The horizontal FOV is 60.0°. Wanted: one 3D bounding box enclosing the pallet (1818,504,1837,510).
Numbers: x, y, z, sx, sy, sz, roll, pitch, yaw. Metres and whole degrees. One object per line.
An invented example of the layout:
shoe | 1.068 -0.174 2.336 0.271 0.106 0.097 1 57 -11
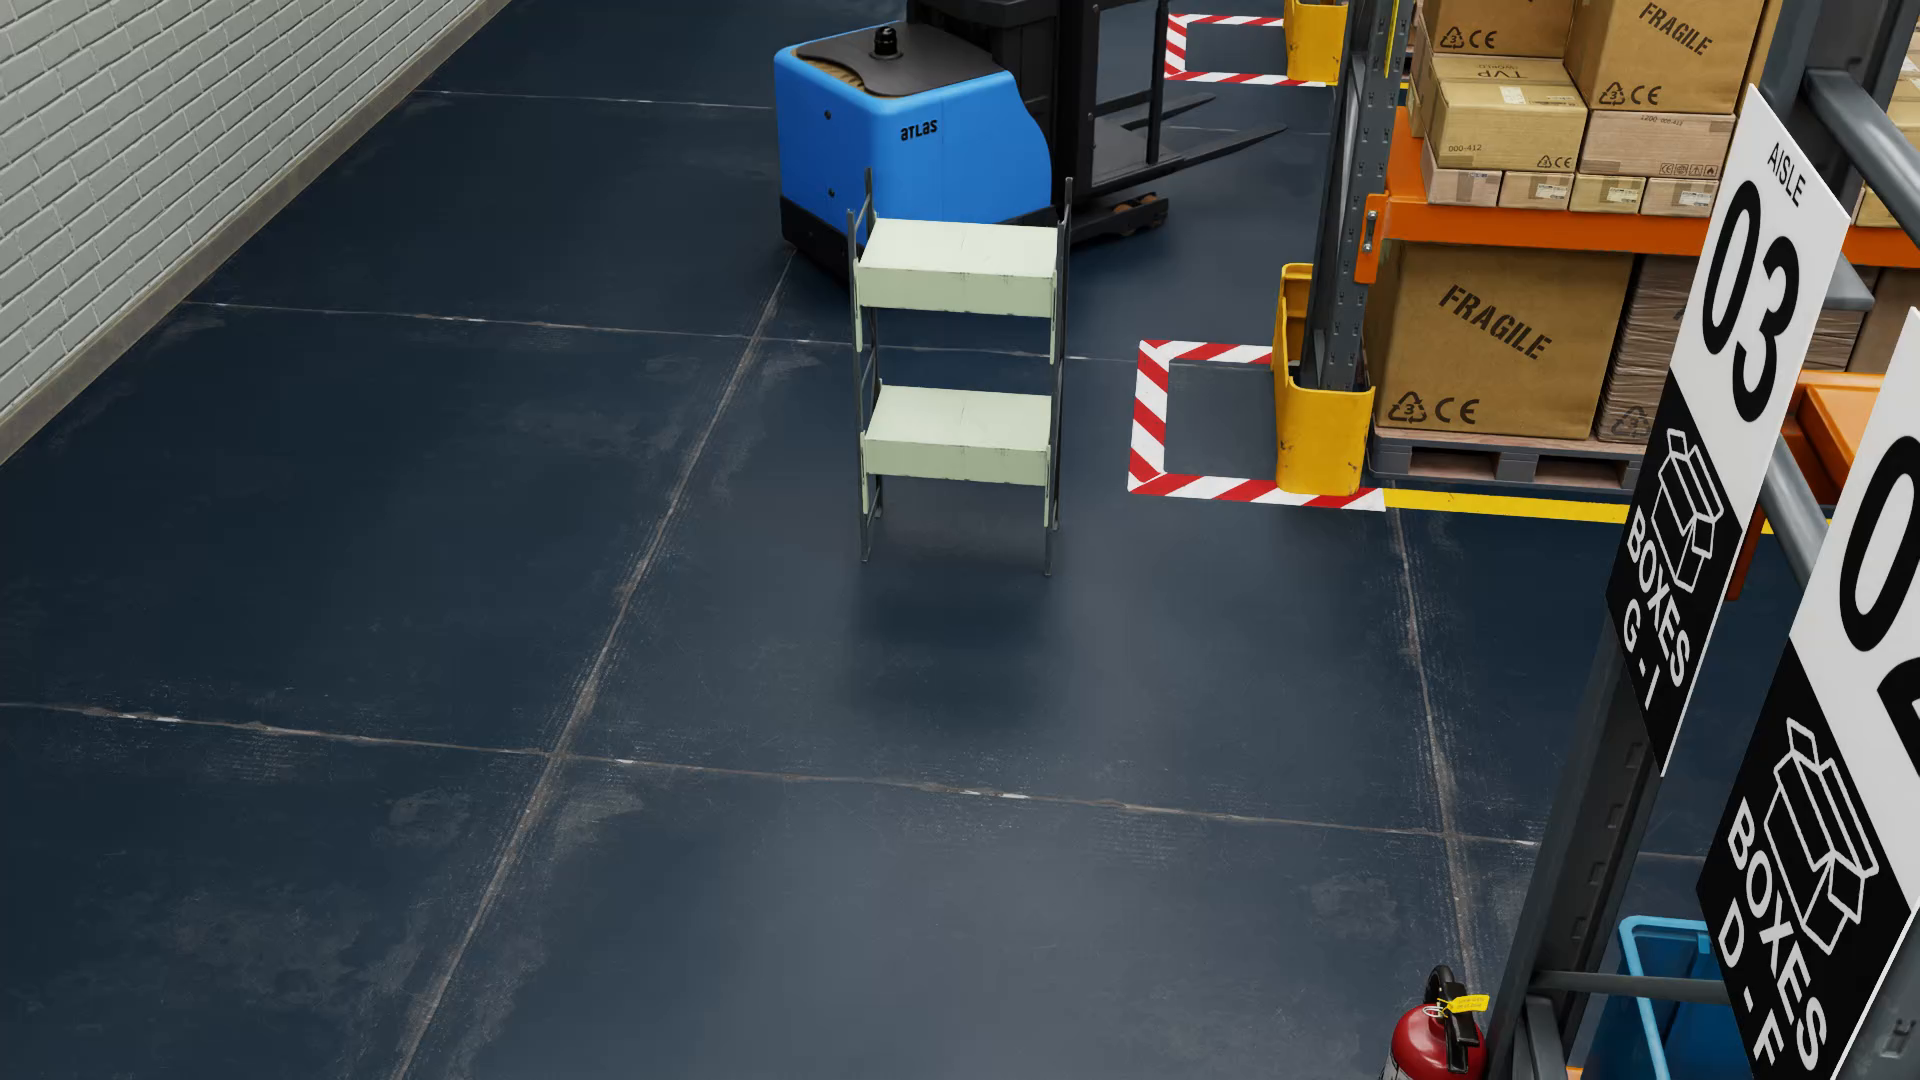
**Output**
pallet | 3.618 -0.505 7.276 1.213 0.211 1.003 4 36 6

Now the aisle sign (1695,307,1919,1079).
aisle sign | 0.868 0.216 1.628 0.004 0.787 0.394 4 36 6

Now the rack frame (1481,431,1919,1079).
rack frame | 0.977 1.108 2.616 0.127 3.000 1.000 4 36 6

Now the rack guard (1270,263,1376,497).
rack guard | 1.584 -0.730 7.343 0.348 0.500 1.175 4 36 6

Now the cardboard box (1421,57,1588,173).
cardboard box | 2.050 -1.615 6.304 0.500 0.250 0.500 3 36 5

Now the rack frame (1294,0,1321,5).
rack frame | 2.340 -4.596 10.608 0.127 3.000 1.000 4 36 6

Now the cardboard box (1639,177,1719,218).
cardboard box | 2.686 -1.372 6.306 0.250 0.149 0.380 4 36 5

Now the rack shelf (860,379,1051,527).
rack shelf | 0.007 -0.345 6.503 0.720 0.370 0.431 4 36 6

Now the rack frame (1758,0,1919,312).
rack frame | 0.977 -1.334 0.873 0.127 3.000 1.000 4 36 6

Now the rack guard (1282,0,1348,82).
rack guard | 2.415 -3.573 11.326 0.348 0.500 1.175 4 36 6

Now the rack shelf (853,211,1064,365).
rack shelf | 0.007 -0.928 6.087 0.720 0.370 0.431 4 36 6

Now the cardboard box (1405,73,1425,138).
cardboard box | 2.003 -1.807 6.916 0.250 0.149 0.380 5 36 7

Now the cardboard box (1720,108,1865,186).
cardboard box | 3.064 -1.541 6.200 0.500 0.250 0.500 3 36 4

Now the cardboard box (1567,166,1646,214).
cardboard box | 2.427 -1.390 6.332 0.250 0.149 0.380 3 36 5

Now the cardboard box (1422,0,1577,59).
cardboard box | 2.125 -2.227 6.515 0.500 0.500 0.500 5 36 7

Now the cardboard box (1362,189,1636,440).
cardboard box | 2.253 -1.051 7.108 0.875 0.875 0.875 4 36 6

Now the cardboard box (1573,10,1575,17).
cardboard box | 3.861 -3.475 10.873 0.250 0.149 0.380 3 36 4

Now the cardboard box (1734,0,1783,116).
cardboard box | 3.060 -1.848 5.985 0.500 0.500 0.500 3 36 5

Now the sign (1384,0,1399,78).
sign | 1.531 -1.811 5.892 0.005 0.325 0.100 4 36 6

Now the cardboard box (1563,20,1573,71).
cardboard box | 2.626 -1.885 6.682 0.500 0.250 0.500 4 36 5

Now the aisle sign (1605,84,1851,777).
aisle sign | 0.943 -0.124 2.104 0.004 0.787 0.394 4 36 6

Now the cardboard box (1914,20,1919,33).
cardboard box | 5.955 -3.272 10.589 0.250 0.149 0.380 5 36 7

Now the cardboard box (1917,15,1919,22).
cardboard box | 5.921 -3.429 10.554 0.250 0.149 0.380 5 36 7

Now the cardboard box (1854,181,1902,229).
cardboard box | 3.444 -1.314 6.226 0.250 0.149 0.380 3 36 5

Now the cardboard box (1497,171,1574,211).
cardboard box | 2.173 -1.409 6.359 0.250 0.149 0.380 4 36 5

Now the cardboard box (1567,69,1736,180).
cardboard box | 2.566 -1.580 6.255 0.500 0.250 0.500 4 36 5

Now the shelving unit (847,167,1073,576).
shelving unit | 0.007 -0.610 6.314 0.755 1.500 0.431 4 36 6

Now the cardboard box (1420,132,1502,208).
cardboard box | 1.918 -1.427 6.384 0.250 0.149 0.380 5 36 6

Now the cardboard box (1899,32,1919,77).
cardboard box | 3.648 -1.812 6.579 0.500 0.250 0.500 4 36 6

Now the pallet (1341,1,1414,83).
pallet | 3.217 -3.375 11.298 1.213 0.211 1.003 4 36 6

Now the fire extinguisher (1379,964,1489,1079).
fire extinguisher | 0.885 1.018 3.129 0.183 0.674 0.296 4 36 6

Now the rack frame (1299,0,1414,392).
rack frame | 1.608 -1.746 6.614 0.127 3.000 1.000 4 36 6

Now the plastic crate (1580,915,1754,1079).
plastic crate | 1.333 0.986 2.704 0.499 0.435 0.616 4 36 6

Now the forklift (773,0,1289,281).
forklift | 0.528 -3.075 8.535 3.031 2.935 1.130 -24 42 -29

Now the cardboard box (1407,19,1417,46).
cardboard box | 3.089 -3.412 11.041 0.250 0.149 0.380 4 36 6

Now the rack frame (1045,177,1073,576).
rack frame | 0.370 -0.583 6.276 0.023 1.500 0.400 4 36 6

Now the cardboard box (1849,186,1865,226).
cardboard box | 3.194 -1.334 6.253 0.250 0.149 0.380 4 36 5

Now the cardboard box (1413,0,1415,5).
cardboard box | 2.816 -3.615 10.813 0.250 0.149 0.380 3 36 4

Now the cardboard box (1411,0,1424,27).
cardboard box | 3.091 -3.489 10.892 0.250 0.149 0.380 4 36 6

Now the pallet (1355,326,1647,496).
pallet | 2.411 -0.597 7.405 1.213 0.211 1.003 4 36 6

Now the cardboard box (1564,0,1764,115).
cardboard box | 2.546 -1.883 6.034 0.500 0.500 0.500 3 36 5

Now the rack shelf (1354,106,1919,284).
rack shelf | 3.592 -1.305 6.616 4.000 0.370 1.077 4 36 6

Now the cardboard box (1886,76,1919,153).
cardboard box | 3.582 -1.505 6.150 0.500 0.250 0.500 4 36 5

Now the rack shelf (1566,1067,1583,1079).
rack shelf | 2.961 1.549 2.617 4.000 0.370 1.077 4 36 6

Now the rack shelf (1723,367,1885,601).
rack shelf | 2.961 0.328 1.746 4.000 0.370 1.077 4 36 6

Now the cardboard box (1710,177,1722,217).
cardboard box | 2.938 -1.352 6.279 0.250 0.149 0.380 4 36 5

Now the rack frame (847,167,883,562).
rack frame | -0.356 -0.637 6.352 0.023 1.500 0.400 4 36 6

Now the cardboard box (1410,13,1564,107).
cardboard box | 2.123 -1.923 6.735 0.500 0.250 0.500 4 36 5

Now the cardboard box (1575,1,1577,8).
cardboard box | 3.869 -3.574 10.757 0.250 0.149 0.380 6 36 8

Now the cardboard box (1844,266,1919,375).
cardboard box | 4.038 -0.918 6.921 0.875 0.875 0.875 4 36 6

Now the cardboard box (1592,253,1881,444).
cardboard box | 3.156 -0.984 7.013 0.875 0.875 0.875 4 36 6
